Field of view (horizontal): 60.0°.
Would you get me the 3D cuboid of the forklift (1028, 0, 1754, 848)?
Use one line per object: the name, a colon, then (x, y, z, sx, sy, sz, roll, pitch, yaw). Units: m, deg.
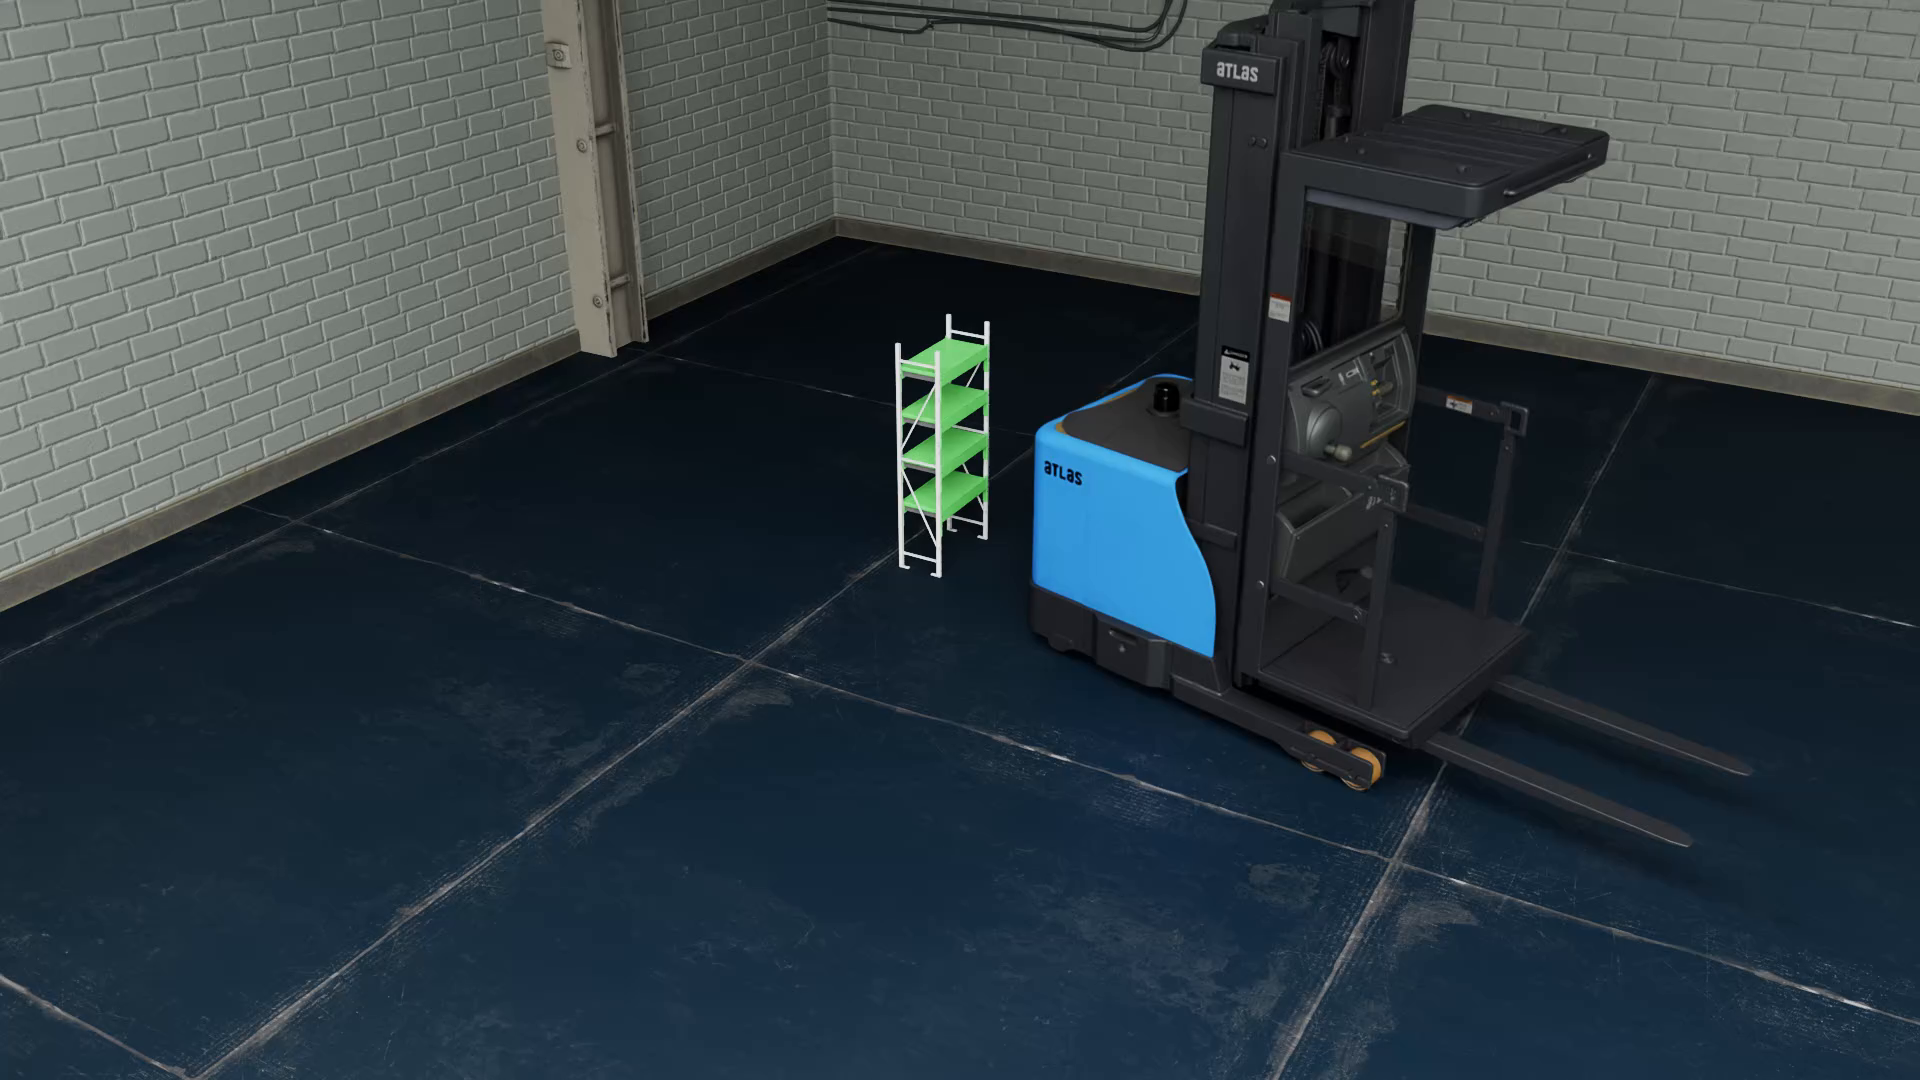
forklift: (1.746, -0.564, 6.603, 3.031, 2.935, 1.130, 22, 34, 37)

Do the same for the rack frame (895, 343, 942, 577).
rack frame: (-0.201, -0.377, 8.163, 0.240, 1.200, 0.015, 14, 30, 26)

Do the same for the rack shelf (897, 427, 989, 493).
rack shelf: (-0.081, -0.415, 8.381, 0.258, 0.148, 0.480, 14, 30, 26)

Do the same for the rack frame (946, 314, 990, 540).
rack frame: (0.039, -0.567, 8.542, 0.240, 1.200, 0.015, 14, 30, 26)

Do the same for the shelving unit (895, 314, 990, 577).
shelving unit: (-0.081, -0.472, 8.353, 0.258, 1.200, 0.503, 14, 30, 26)

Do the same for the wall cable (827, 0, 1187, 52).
wall cable: (0.221, -4.832, 11.820, 3.097, 2.526, 0.112, 14, 30, 26)

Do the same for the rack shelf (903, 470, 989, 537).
rack shelf: (-0.081, -0.200, 8.489, 0.258, 0.148, 0.480, 14, 30, 26)

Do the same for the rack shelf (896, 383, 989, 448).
rack shelf: (-0.081, -0.629, 8.274, 0.258, 0.148, 0.480, 14, 30, 26)

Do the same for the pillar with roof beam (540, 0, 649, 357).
pillar with roof beam: (1.369, -4.416, 7.519, 9.100, 9.000, 0.400, 14, 30, 26)

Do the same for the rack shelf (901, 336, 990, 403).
rack shelf: (-0.081, -0.844, 8.166, 0.258, 0.148, 0.480, 14, 30, 26)
